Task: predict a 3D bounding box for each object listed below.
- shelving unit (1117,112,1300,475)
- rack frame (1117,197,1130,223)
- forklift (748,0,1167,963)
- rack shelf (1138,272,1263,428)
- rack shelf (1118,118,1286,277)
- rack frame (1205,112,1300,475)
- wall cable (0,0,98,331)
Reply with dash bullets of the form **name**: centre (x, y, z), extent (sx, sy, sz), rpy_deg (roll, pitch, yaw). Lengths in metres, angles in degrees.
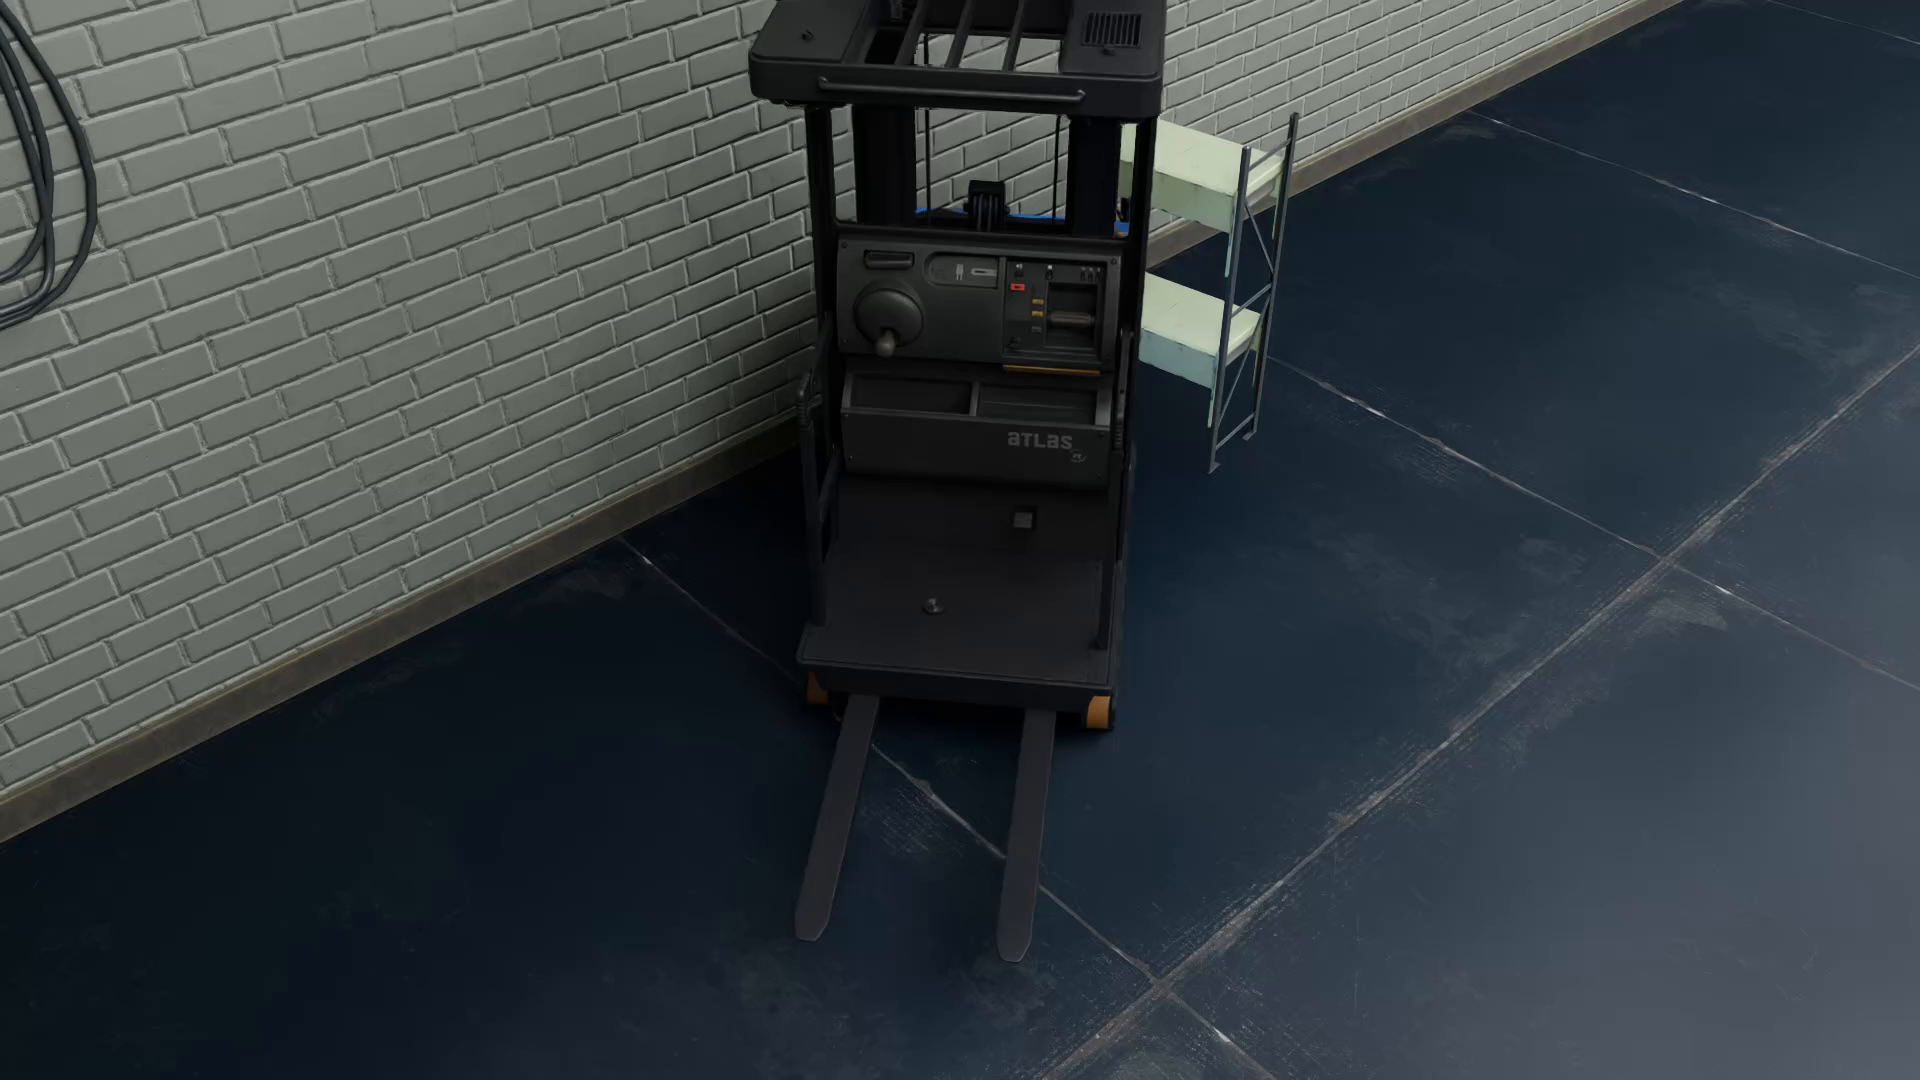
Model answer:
- **shelving unit**: centre (0.887, -1.106, 6.925), extent (0.755, 1.500, 0.431), rpy_deg (26, 46, 28)
- **rack frame**: centre (0.598, -1.247, 7.100), extent (0.023, 1.500, 0.400), rpy_deg (26, 46, 28)
- **forklift**: centre (0.032, -0.701, 5.285), extent (1.130, 2.935, 3.031), rpy_deg (4, 39, 5)
- **rack shelf**: centre (0.887, -0.852, 7.130), extent (0.720, 0.370, 0.431), rpy_deg (26, 46, 28)
- **rack shelf**: centre (0.887, -1.409, 6.680), extent (0.720, 0.370, 0.431), rpy_deg (26, 46, 28)
- **rack frame**: centre (1.176, -0.965, 6.751), extent (0.023, 1.500, 0.400), rpy_deg (26, 46, 28)
- **wall cable**: centre (-3.573, -1.047, 3.355), extent (3.097, 2.526, 0.112), rpy_deg (-30, 48, -32)
